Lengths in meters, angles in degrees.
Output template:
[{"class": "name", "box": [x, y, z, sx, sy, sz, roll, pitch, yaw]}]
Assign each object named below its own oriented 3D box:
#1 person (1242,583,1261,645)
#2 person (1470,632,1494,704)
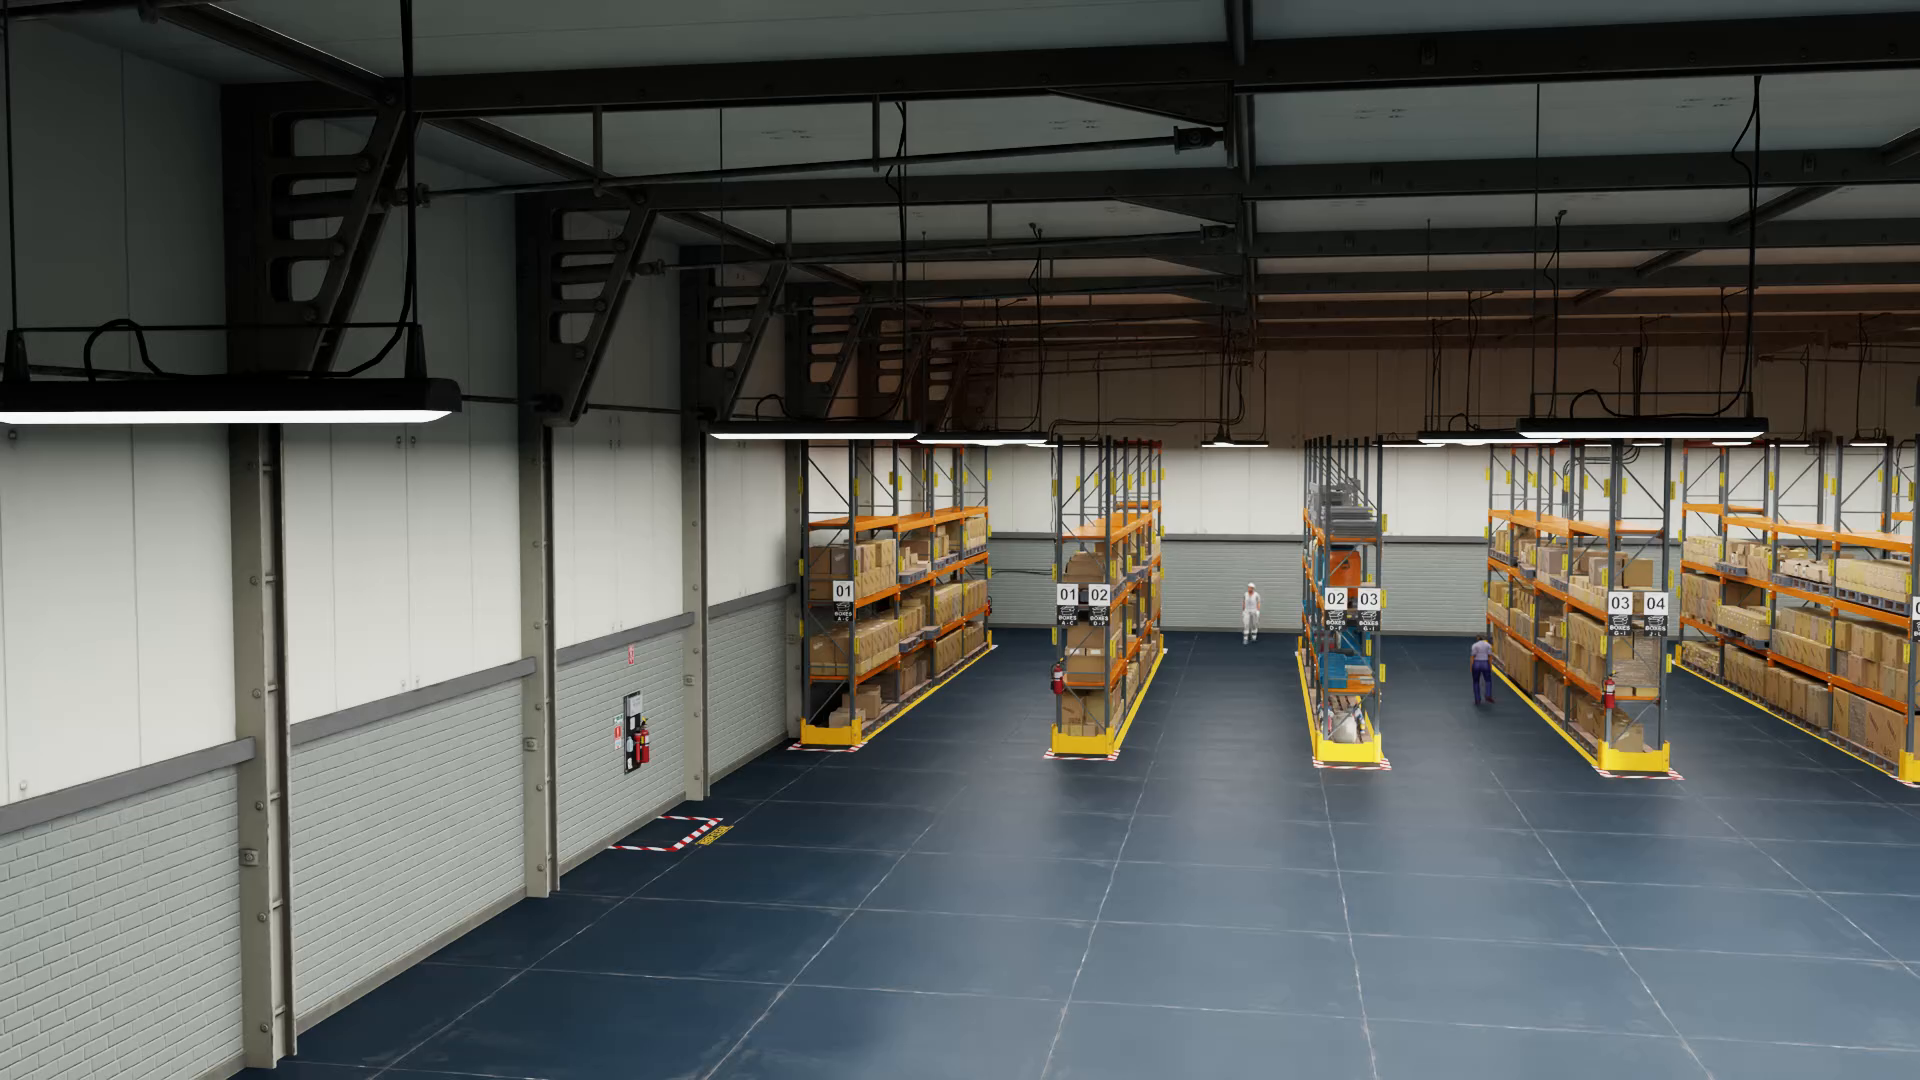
[{"class": "person", "box": [8.634, 2.174, 49.306, 0.548, 1.791, 0.904, 1, 3, 19]}, {"class": "person", "box": [11.746, 2.933, 37.388, 0.526, 1.546, 0.498, 1, 3, 10]}]
